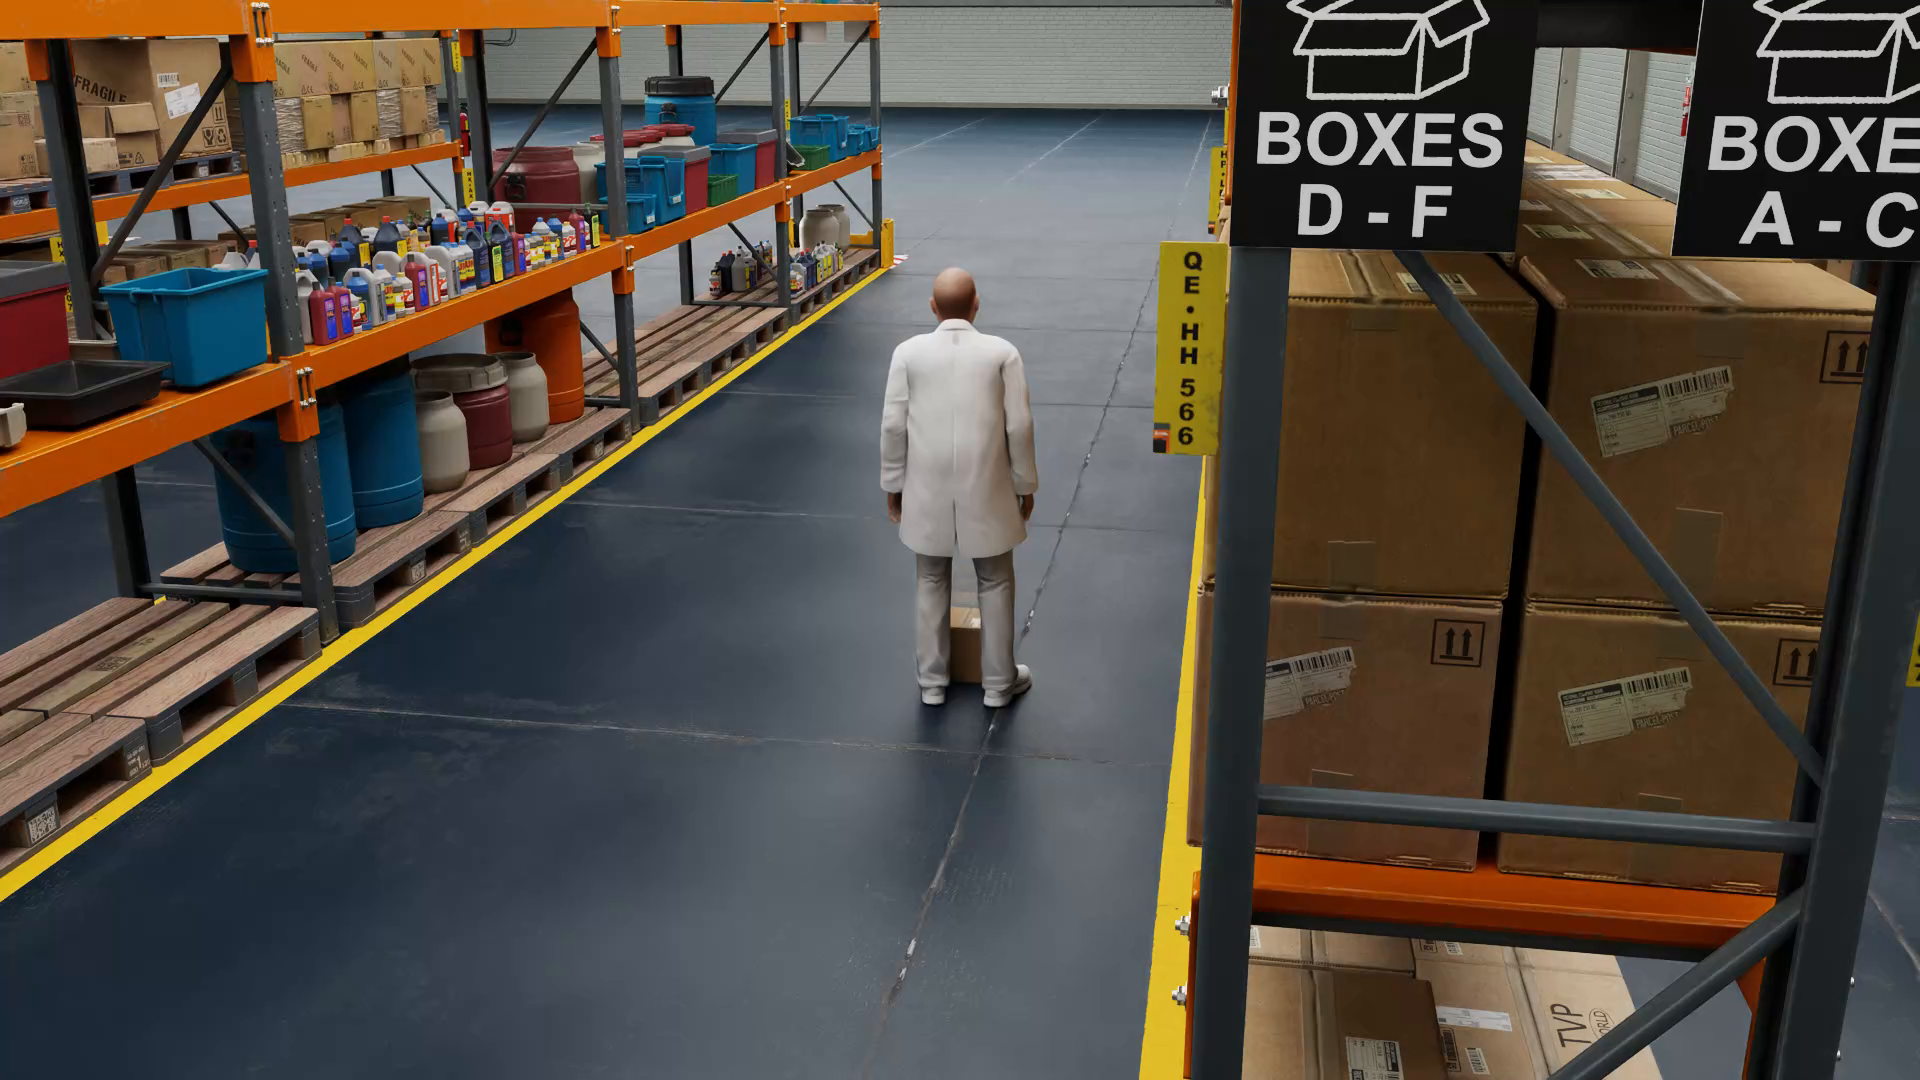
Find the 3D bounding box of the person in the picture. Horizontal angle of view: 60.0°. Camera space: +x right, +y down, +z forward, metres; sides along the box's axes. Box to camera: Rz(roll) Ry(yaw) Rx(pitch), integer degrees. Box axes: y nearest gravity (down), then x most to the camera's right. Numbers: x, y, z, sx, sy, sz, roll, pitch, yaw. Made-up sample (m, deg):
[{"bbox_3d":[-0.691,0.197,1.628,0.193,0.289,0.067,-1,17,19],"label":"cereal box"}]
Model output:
[{"bbox_3d":[-0.003,-0.200,6.710,0.643,1.772,0.429,2,18,6],"label":"person"}]
